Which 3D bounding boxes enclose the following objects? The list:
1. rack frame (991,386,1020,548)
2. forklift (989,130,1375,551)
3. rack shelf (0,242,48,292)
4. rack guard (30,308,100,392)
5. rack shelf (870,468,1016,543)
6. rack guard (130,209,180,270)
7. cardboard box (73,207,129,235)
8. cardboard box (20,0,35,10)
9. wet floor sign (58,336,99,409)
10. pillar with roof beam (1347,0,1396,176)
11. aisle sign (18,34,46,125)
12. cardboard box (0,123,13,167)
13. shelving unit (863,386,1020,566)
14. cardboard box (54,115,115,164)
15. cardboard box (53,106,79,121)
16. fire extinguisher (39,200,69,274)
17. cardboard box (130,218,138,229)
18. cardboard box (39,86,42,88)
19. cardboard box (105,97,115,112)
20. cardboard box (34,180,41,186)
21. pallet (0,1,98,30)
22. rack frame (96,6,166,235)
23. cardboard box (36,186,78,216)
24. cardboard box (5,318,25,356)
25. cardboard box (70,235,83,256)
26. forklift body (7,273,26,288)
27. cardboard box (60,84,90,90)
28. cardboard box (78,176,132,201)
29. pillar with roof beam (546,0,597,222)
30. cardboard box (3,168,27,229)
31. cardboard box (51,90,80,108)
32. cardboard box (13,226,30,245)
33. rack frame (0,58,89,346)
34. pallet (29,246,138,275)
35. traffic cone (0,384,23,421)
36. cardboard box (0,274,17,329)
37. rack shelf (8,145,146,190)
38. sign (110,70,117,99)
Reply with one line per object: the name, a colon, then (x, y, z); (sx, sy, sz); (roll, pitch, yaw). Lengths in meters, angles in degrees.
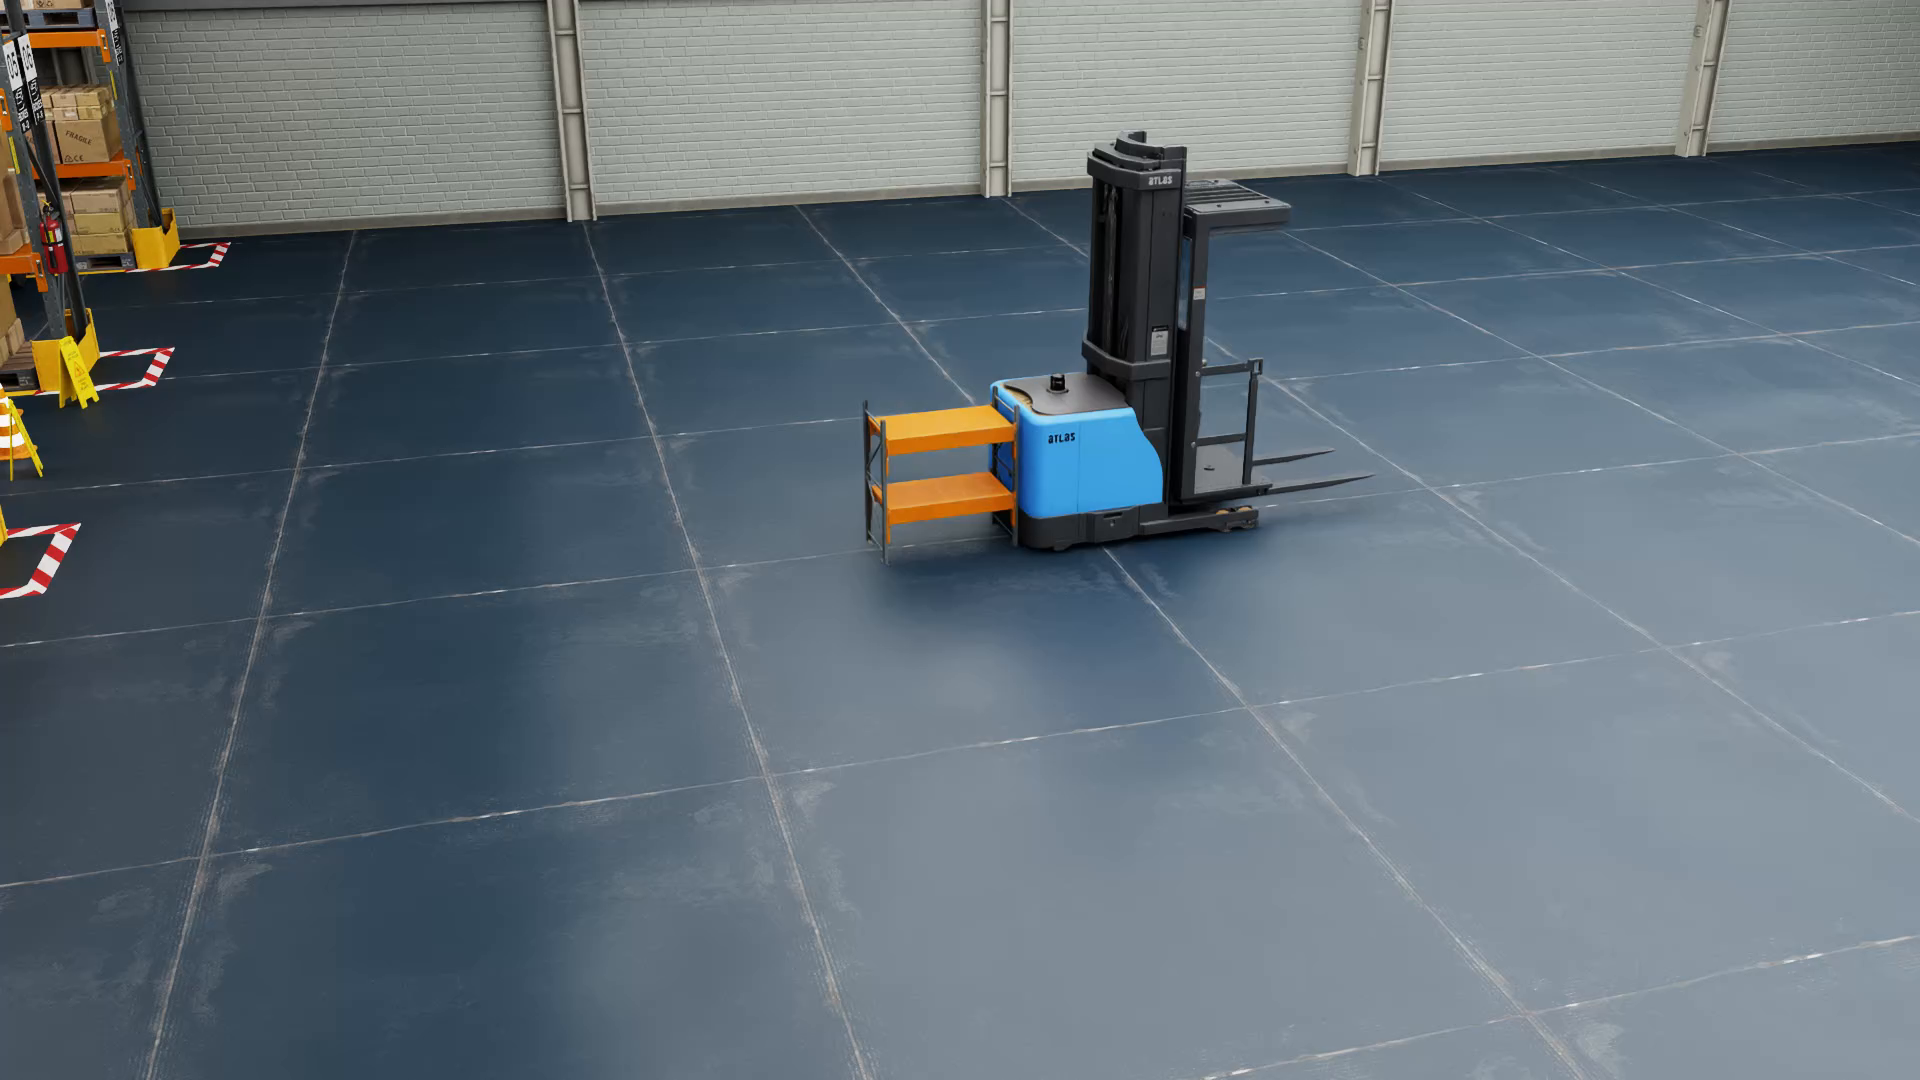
rack frame: (0.340, -0.554, 12.544); (0.032, 1.125, 0.500); (-8, 24, -17)
forklift: (1.788, -1.597, 12.685); (3.031, 2.935, 1.130); (-8, 24, -17)
rack shelf: (-10.694, -2.504, 15.623); (4.000, 0.370, 1.077); (-6, 24, -14)
rack guard: (-8.842, -1.890, 16.452); (0.348, 0.500, 1.175); (-6, 24, -14)
rack shelf: (-0.141, -0.264, 12.489); (1.000, 0.278, 0.538); (-8, 24, -17)
rack guard: (-10.090, -3.785, 20.868); (0.348, 0.500, 1.175); (-6, 24, -14)
cardboard box: (-10.497, -3.920, 20.332); (0.500, 0.250, 0.500); (-7, 24, -15)
cardboard box: (-10.829, -6.230, 19.250); (0.250, 0.149, 0.380); (-7, 24, -16)
wet floor sign: (-8.297, -1.579, 15.543); (0.232, 0.644, 0.267); (2, 23, 4)
pillar with roof beam: (7.467, -8.239, 20.470); (0.400, 9.000, 9.100); (-6, 24, -14)
aisle sign: (-8.793, -4.366, 15.755); (0.004, 0.787, 0.394); (-6, 24, -14)
cardboard box: (-11.511, -4.719, 19.747); (0.500, 0.500, 0.500); (-7, 24, -15)
shelving unit: (-0.141, -0.489, 12.392); (1.048, 1.125, 0.538); (-8, 24, -17)
cardboard box: (-10.516, -4.825, 19.995); (0.500, 0.500, 0.500); (-7, 24, -16)
cardboard box: (-10.609, -5.094, 19.798); (0.250, 0.149, 0.380); (-6, 24, -14)
fire extinguisher: (-8.534, -2.849, 15.614); (0.183, 0.674, 0.296); (-6, 24, -14)
cardboard box: (-10.639, -3.883, 20.879); (0.500, 0.250, 0.500); (-6, 24, -14)
cardboard box: (-11.248, -5.388, 20.107); (0.250, 0.149, 0.380); (-6, 24, -14)
cardboard box: (-10.510, -5.338, 20.367); (0.250, 0.149, 0.380); (-7, 24, -16)
cardboard box: (-11.592, -4.237, 20.437); (0.500, 0.250, 0.500); (-6, 24, -15)
pallet: (-10.801, -6.204, 19.642); (1.213, 0.211, 1.003); (-6, 24, -14)
rack frame: (-10.113, -4.931, 20.369); (0.127, 3.000, 1.000); (-6, 24, -14)
cardboard box: (-10.962, -4.096, 20.109); (0.500, 0.250, 0.500); (-6, 24, -13)
cardboard box: (-9.620, -1.996, 16.482); (0.500, 0.250, 0.500); (-7, 24, -15)
cardboard box: (-10.962, -3.641, 20.317); (0.500, 0.250, 0.500); (-6, 24, -14)
forklift body: (-11.446, -3.647, 18.451); (1.214, 2.155, 2.313); (-6, 24, -14)
cardboard box: (-10.767, -5.453, 20.258); (0.250, 0.149, 0.380); (-5, 24, -13)
cardboard box: (-10.627, -4.341, 20.679); (0.500, 0.250, 0.500); (-7, 24, -15)
pillar with roof beam: (-4.087, -6.961, 17.491); (0.400, 9.000, 9.100); (-6, 24, -14)
cardboard box: (-9.300, -3.285, 16.027); (0.500, 0.500, 0.500); (-7, 24, -15)
cardboard box: (-10.630, -5.256, 19.799); (0.250, 0.149, 0.380); (-6, 24, -14)
cardboard box: (-9.152, -2.974, 16.126); (0.250, 0.149, 0.380); (-6, 24, -14)
rack frame: (-8.769, -3.047, 15.978); (0.127, 3.000, 1.000); (-6, 24, -14)
pallet: (-10.838, -3.553, 20.692); (1.213, 0.211, 1.003); (-6, 24, -14)
traffic cone: (-8.834, -1.346, 15.230); (0.334, 0.463, 0.336); (-6, 24, -14)
cardboard box: (-9.643, -2.338, 16.327); (0.500, 0.500, 0.500); (-7, 24, -16)
rack shelf: (-12.039, -4.388, 20.014); (4.000, 0.370, 1.077); (-6, 24, -14)
sign: (-9.980, -5.365, 19.610); (0.005, 0.325, 0.100); (-6, 24, -14)
